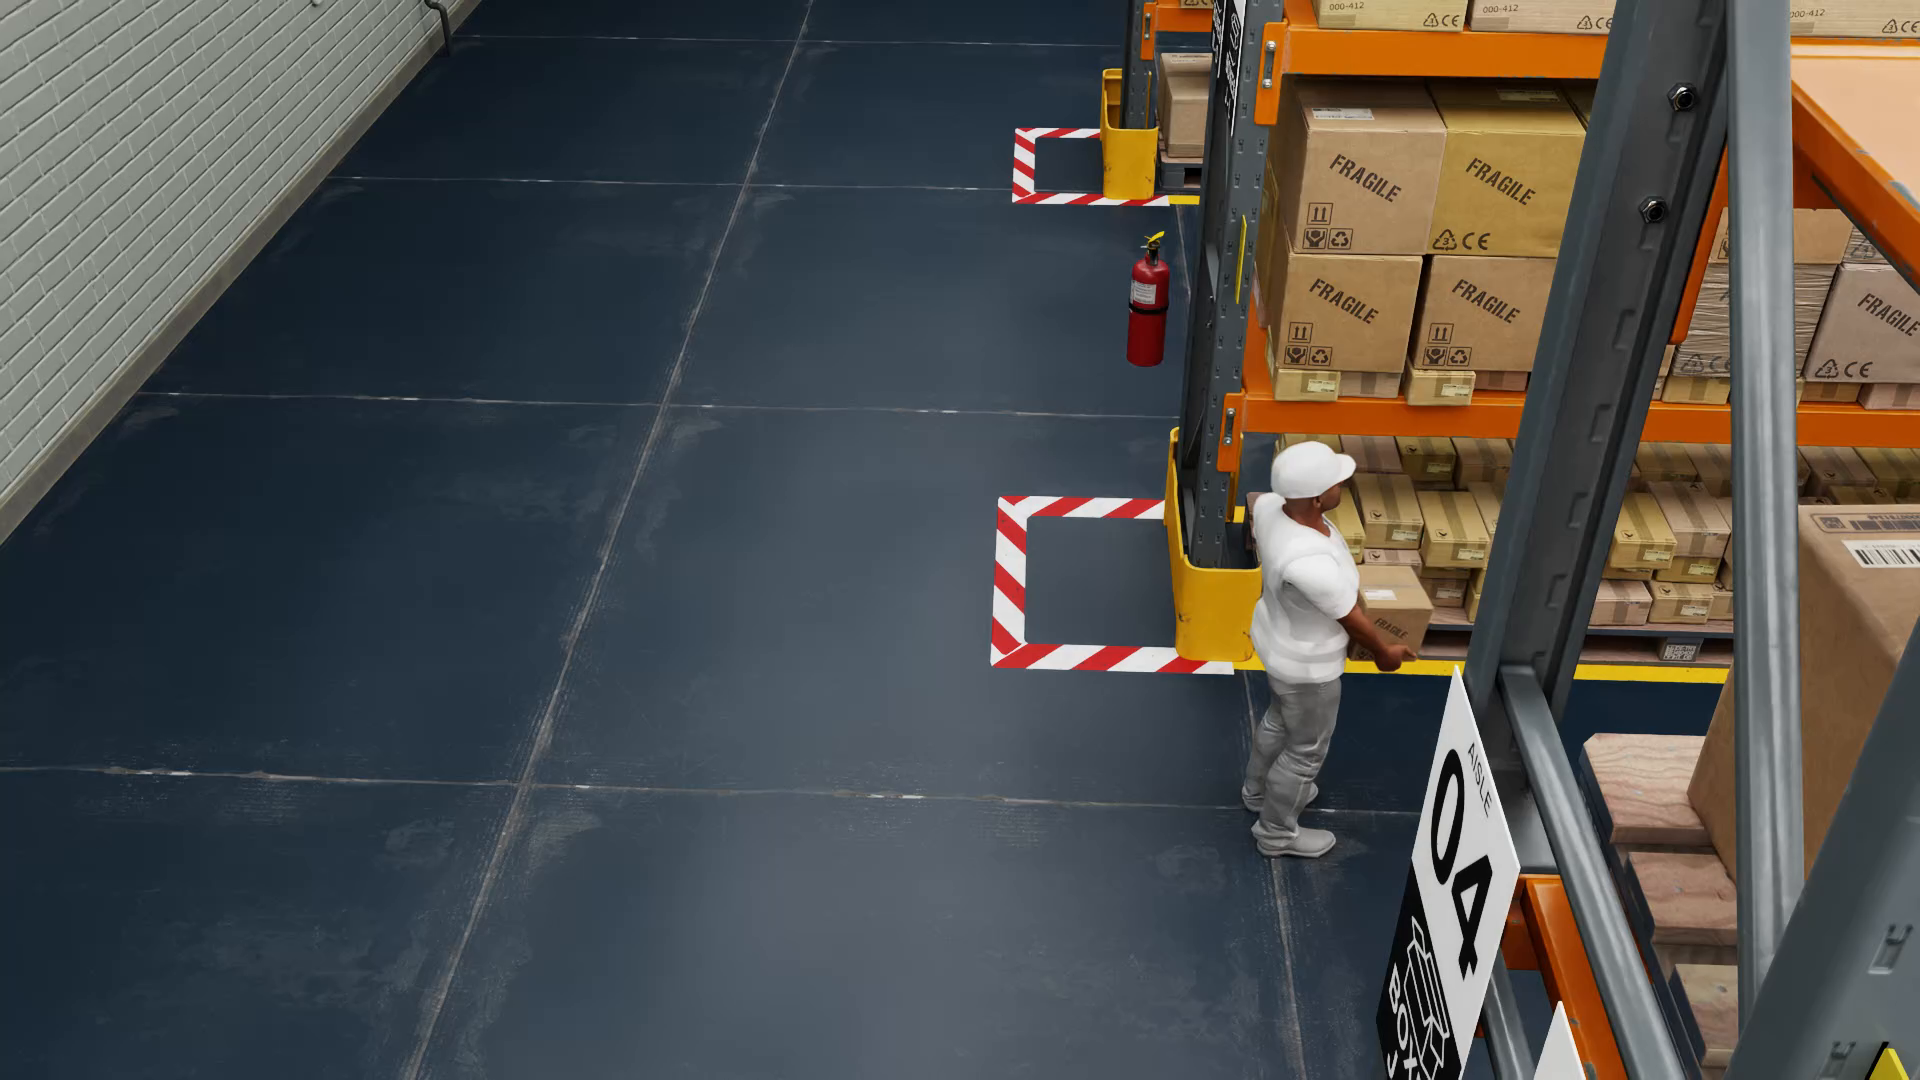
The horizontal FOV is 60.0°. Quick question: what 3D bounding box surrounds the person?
[{"bbox_3d":[1.330,0.394,6.078,0.577,1.761,0.502,-4,36,-5],"label":"person"}]
